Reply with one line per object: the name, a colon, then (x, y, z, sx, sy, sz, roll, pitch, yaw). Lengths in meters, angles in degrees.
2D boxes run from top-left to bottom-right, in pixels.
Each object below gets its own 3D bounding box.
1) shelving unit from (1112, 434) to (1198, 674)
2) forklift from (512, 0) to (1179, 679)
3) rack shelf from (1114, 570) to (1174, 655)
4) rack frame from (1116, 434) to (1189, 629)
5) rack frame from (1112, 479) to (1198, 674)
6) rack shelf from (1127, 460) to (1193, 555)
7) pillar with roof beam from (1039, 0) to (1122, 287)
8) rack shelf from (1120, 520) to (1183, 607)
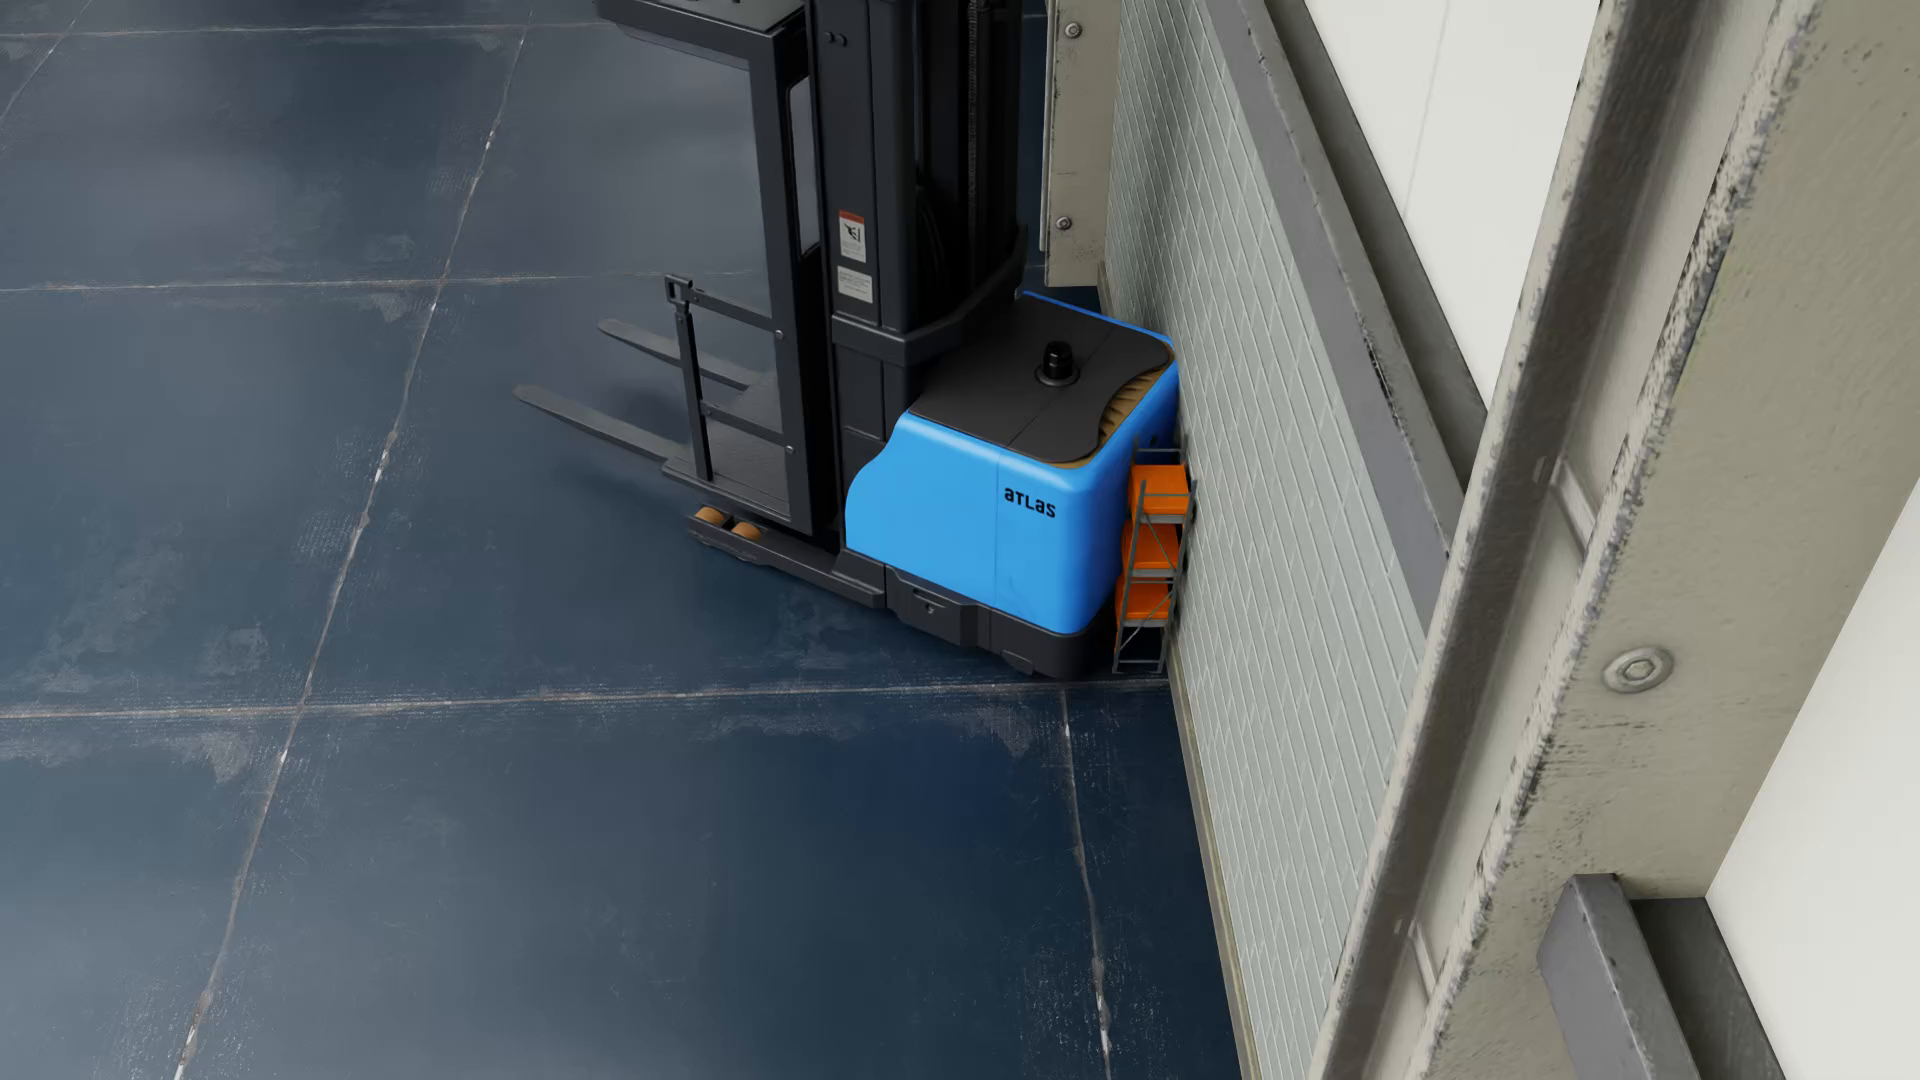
shelving unit: (0.724, 0.075, 6.380, 0.215, 1.050, 0.252, 0, 45, -3)
forklift: (-0.594, -1.275, 6.472, 3.031, 2.935, 1.130, 22, 47, 22)
rack shelf: (0.714, 0.280, 6.582, 0.215, 0.259, 0.240, 0, 45, -3)
rack frame: (0.721, -0.011, 6.466, 0.200, 1.050, 0.008, 0, 45, -3)
rack frame: (0.728, 0.161, 6.293, 0.200, 1.050, 0.008, 0, 45, -3)
rack shelf: (0.734, -0.119, 6.188, 0.215, 0.259, 0.240, 0, 45, -3)
pillar with roof beam: (-3.709, -4.657, 5.671, 9.100, 9.000, 0.400, -2, 43, -2)
rack shelf: (0.724, 0.082, 6.387, 0.215, 0.259, 0.240, 0, 45, -3)
